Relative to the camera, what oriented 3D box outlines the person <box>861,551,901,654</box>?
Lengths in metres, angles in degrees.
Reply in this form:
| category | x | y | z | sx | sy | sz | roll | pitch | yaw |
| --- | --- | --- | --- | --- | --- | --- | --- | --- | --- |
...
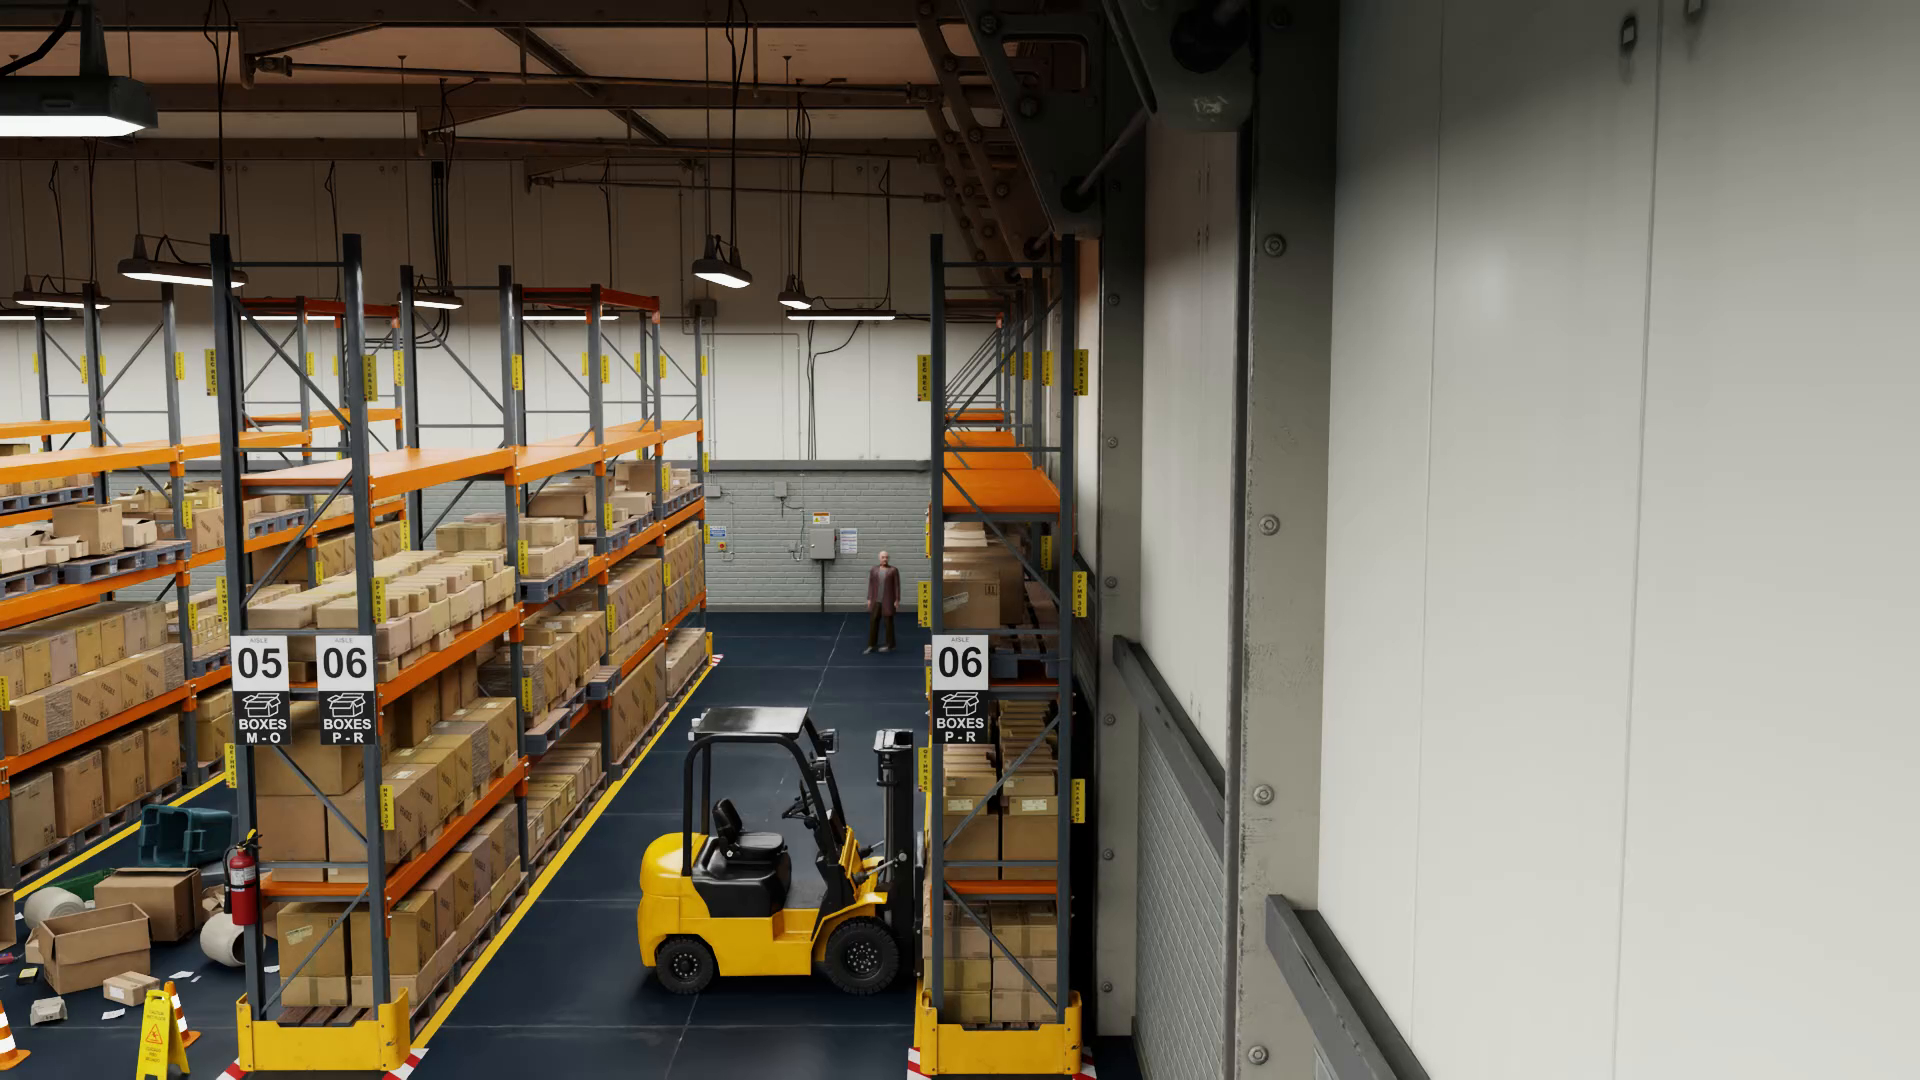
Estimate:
| category | x | y | z | sx | sy | sz | roll | pitch | yaw |
| --- | --- | --- | --- | --- | --- | --- | --- | --- | --- |
| person | -1.387 | 1.103 | 29.055 | 0.585 | 1.809 | 0.633 | 4 | 7 | 30 |
